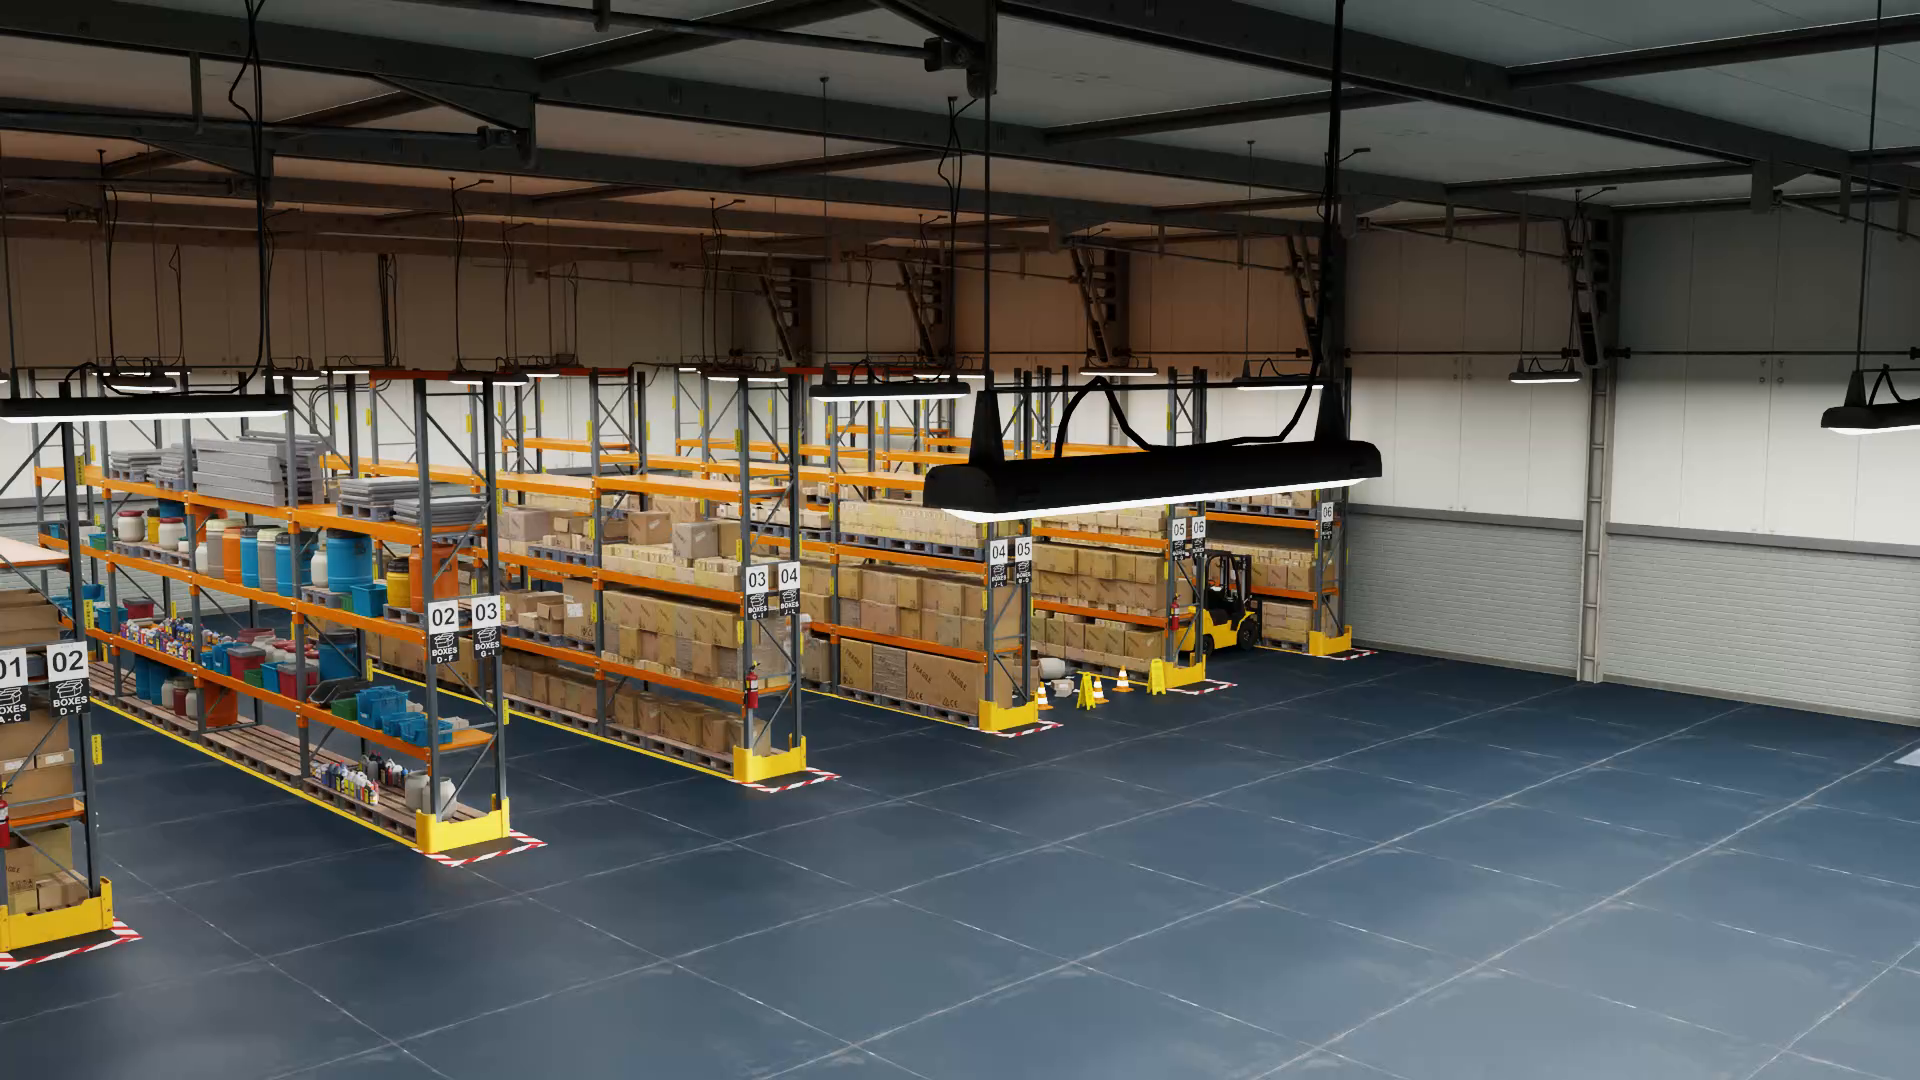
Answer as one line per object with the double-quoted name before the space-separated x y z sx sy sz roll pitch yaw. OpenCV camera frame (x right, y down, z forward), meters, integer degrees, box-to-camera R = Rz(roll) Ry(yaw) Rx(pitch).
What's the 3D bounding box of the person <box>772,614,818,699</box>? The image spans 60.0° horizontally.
"person" -3.042 2.121 30.154 0.953 1.621 0.703 4 7 29
